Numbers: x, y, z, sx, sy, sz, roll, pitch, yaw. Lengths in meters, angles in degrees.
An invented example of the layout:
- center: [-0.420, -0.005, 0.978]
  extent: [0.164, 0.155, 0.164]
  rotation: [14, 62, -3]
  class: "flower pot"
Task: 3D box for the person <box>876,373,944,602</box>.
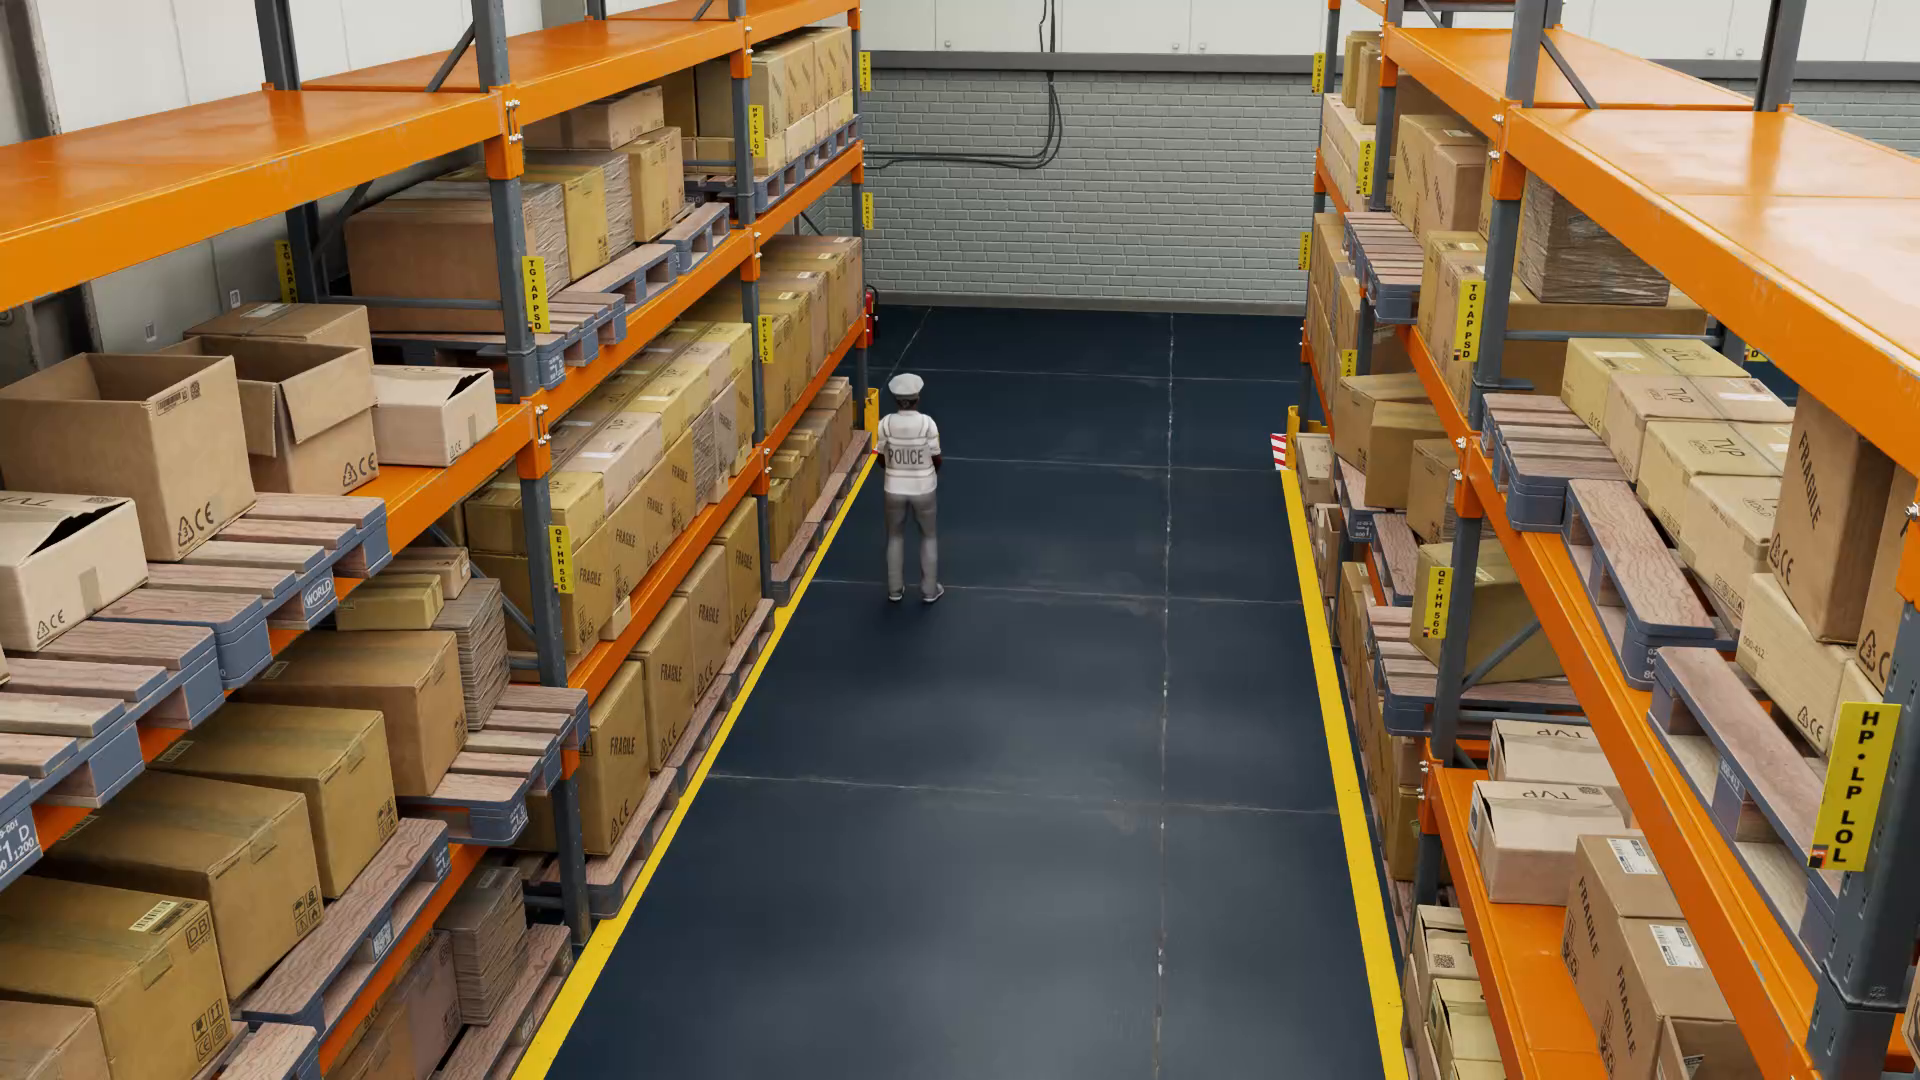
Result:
- center: [-0.360, -0.375, 12.010]
  extent: [0.475, 1.686, 0.442]
  rotation: [2, 21, 6]
  class: "person"
